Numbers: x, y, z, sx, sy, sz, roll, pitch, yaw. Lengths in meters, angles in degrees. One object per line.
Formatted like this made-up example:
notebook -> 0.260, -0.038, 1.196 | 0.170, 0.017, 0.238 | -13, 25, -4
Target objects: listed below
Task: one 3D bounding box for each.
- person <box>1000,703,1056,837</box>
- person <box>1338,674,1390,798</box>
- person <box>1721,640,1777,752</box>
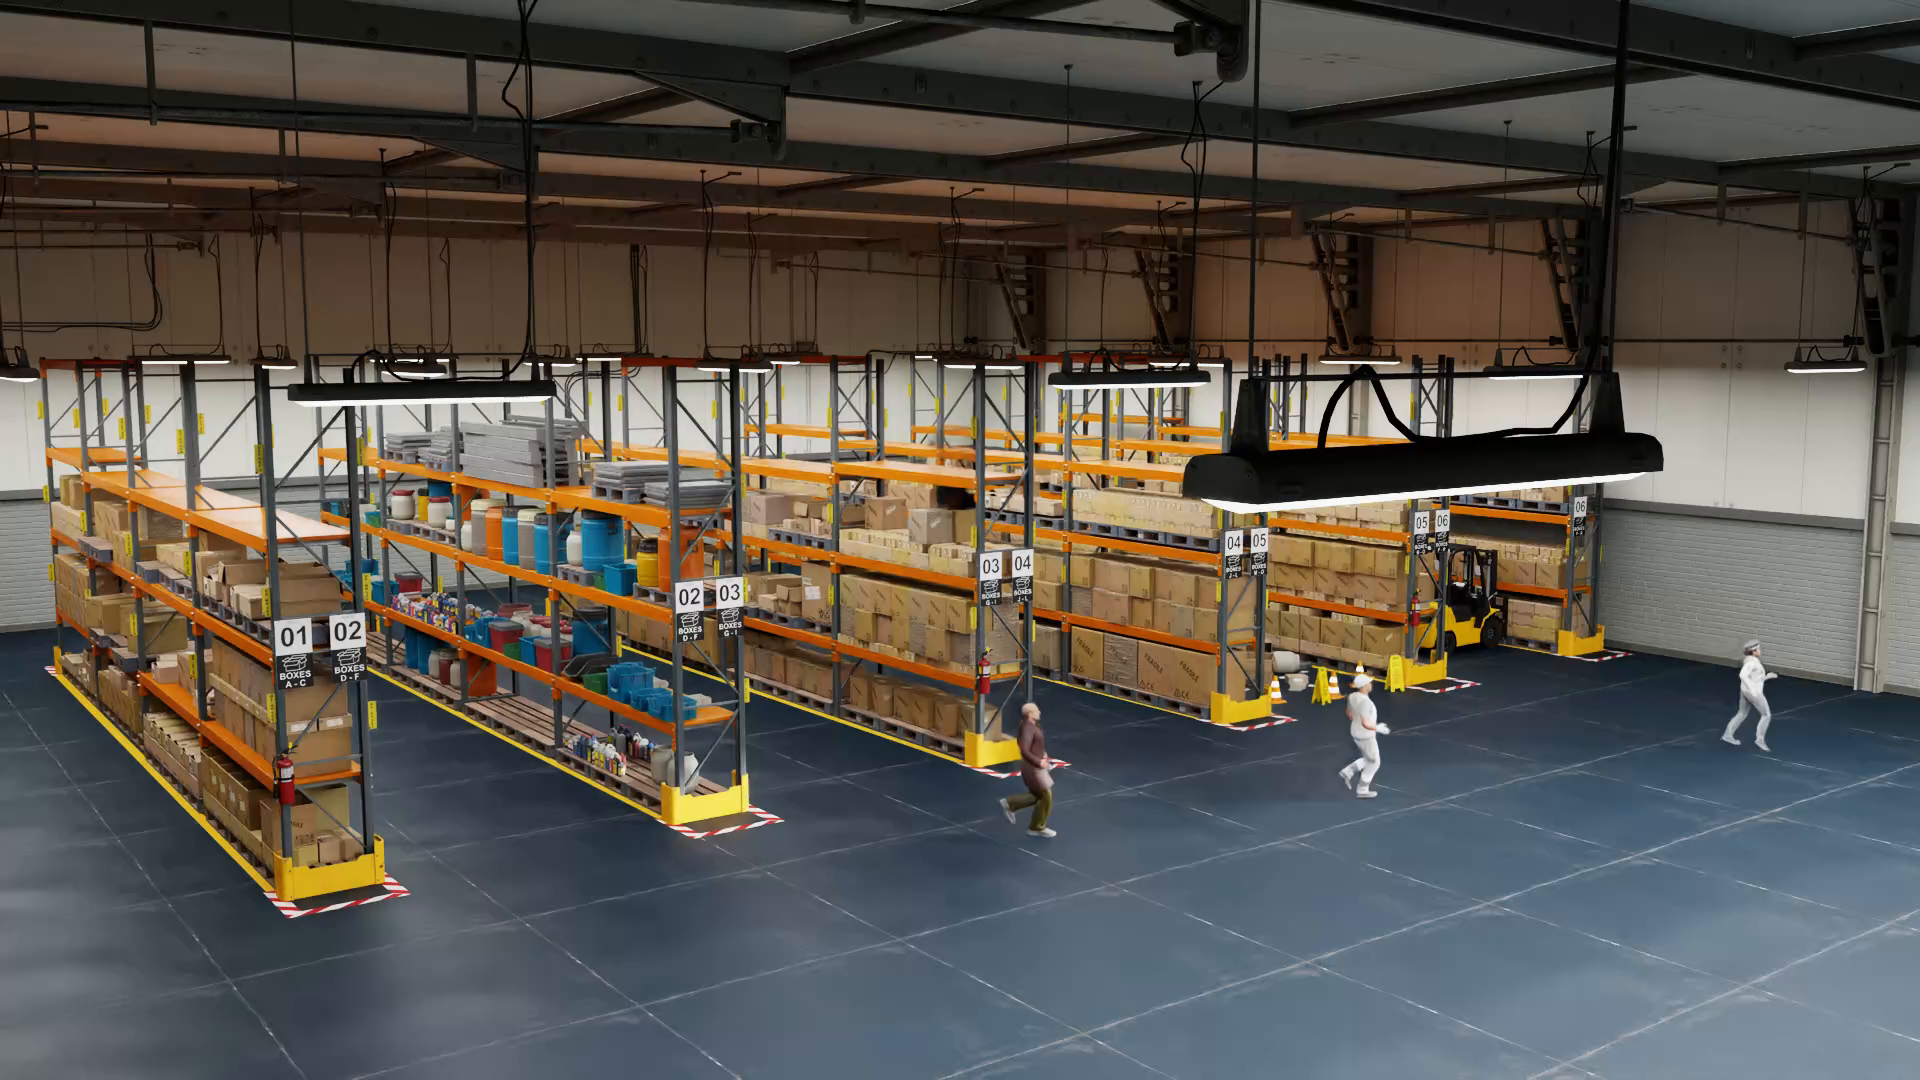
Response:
person -> 0.874, 2.938, 21.230 | 0.728, 1.744, 0.712 | 0, 7, -3
person -> 5.585, 2.710, 23.013 | 0.615, 1.738, 0.652 | 0, 7, -4
person -> 12.246, 2.410, 25.729 | 0.725, 1.752, 0.578 | 1, 7, 6
